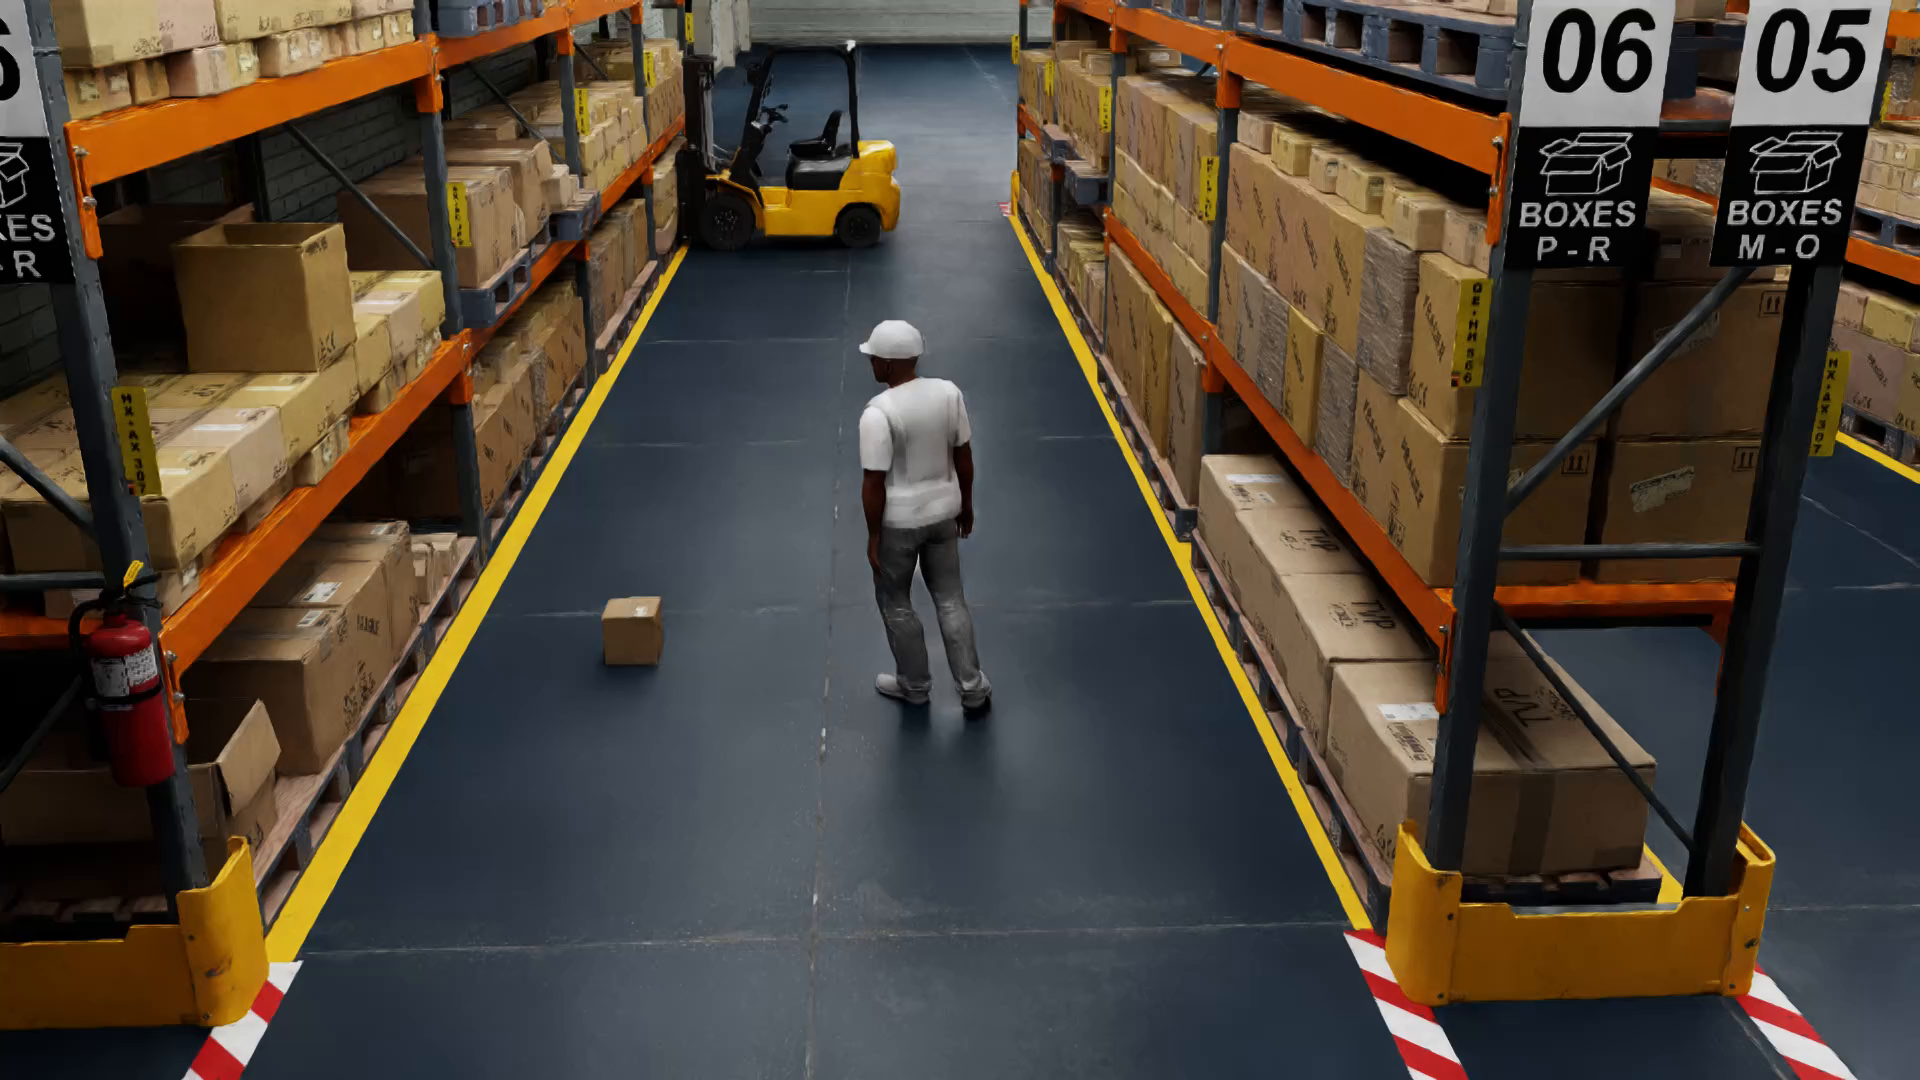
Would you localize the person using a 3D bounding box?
[{"bbox_3d":[-0.159,-0.086,7.283,0.608,1.754,0.559,-14,25,-34],"label":"person"}]
